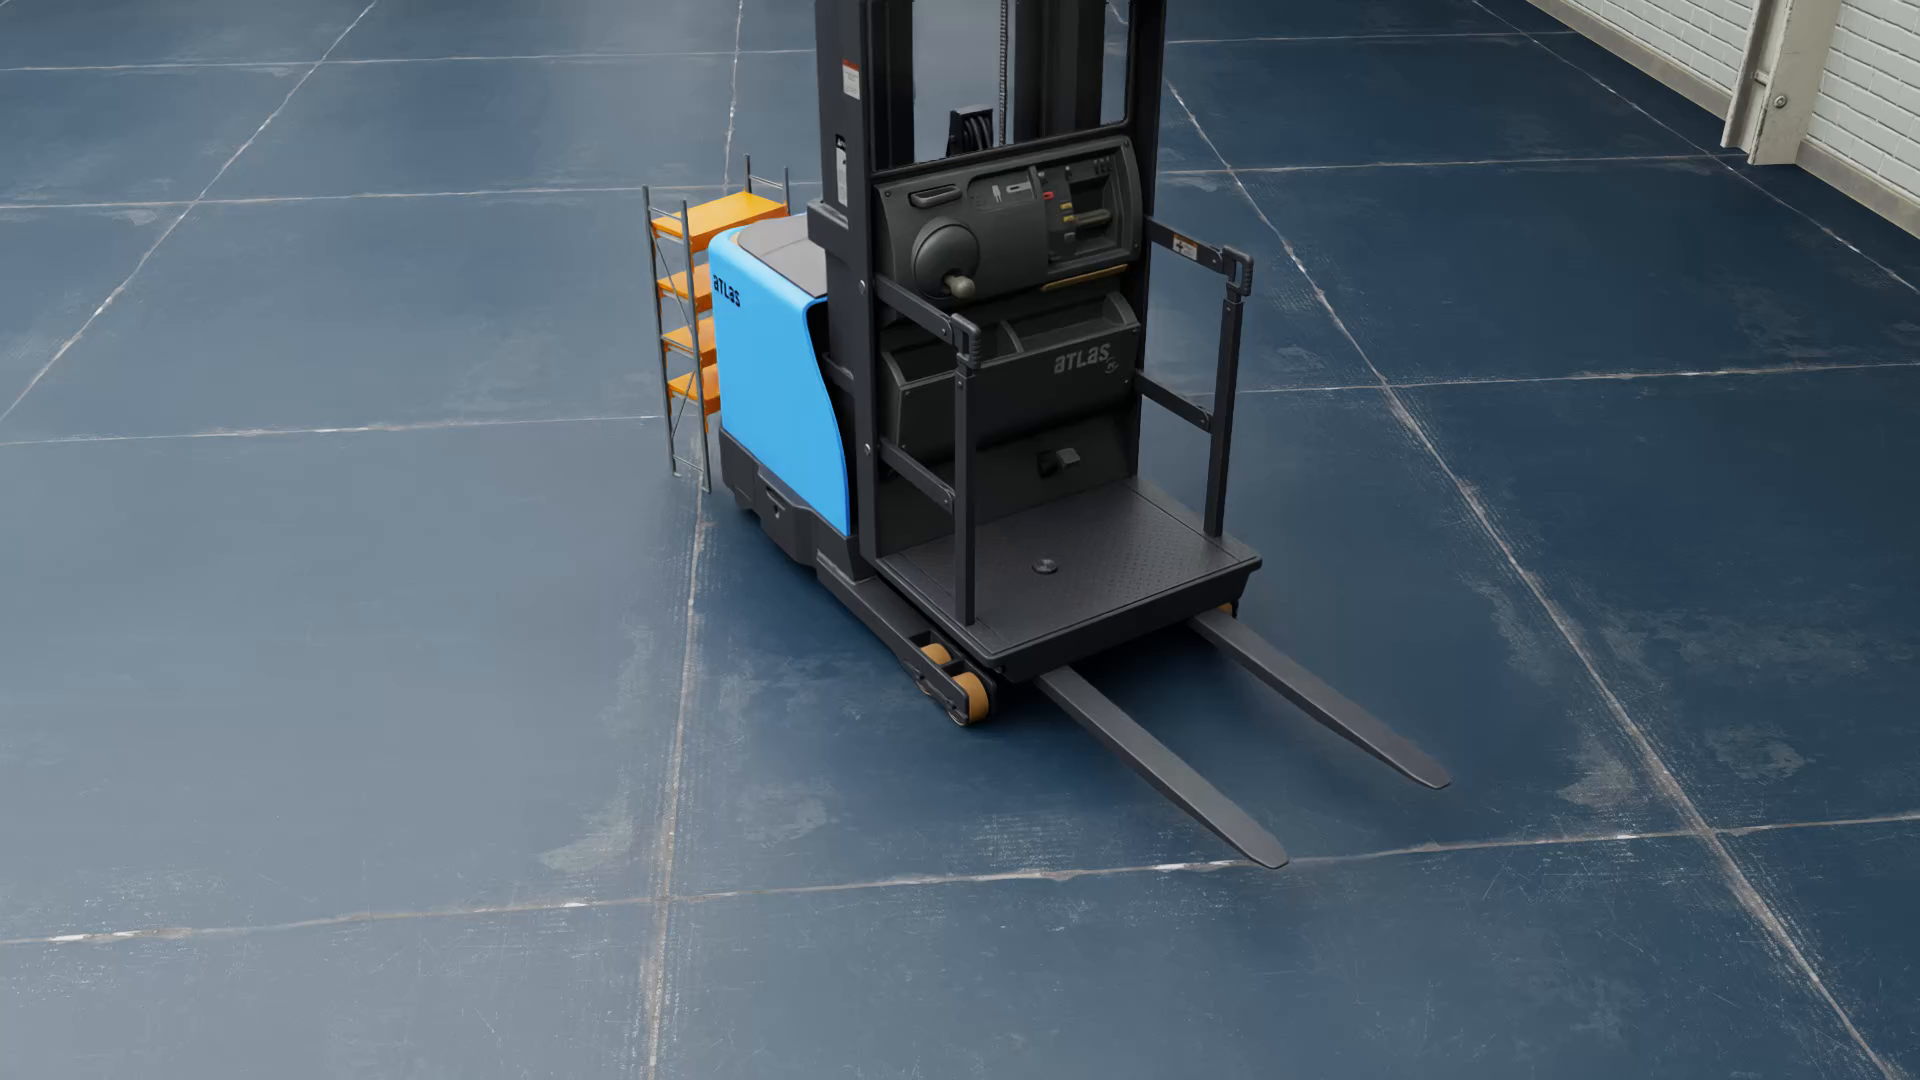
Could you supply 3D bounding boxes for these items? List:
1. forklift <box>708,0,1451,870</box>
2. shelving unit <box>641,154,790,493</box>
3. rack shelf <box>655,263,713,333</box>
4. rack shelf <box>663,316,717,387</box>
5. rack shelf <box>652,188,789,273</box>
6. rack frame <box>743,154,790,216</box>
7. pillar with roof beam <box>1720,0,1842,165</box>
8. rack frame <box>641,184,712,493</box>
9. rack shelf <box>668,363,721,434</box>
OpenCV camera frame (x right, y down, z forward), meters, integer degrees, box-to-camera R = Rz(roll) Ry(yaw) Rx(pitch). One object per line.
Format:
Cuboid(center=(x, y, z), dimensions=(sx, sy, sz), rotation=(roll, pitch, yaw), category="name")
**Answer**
Cuboid(center=(0.288, -0.948, 4.979), dimensions=(1.130, 2.935, 3.031), rotation=(-18, 35, -28), category="forklift")
Cuboid(center=(-0.907, -0.835, 6.478), dimensions=(0.258, 1.200, 0.503), rotation=(25, 39, 36), category="shelving unit")
Cuboid(center=(-0.907, -0.969, 6.398), dimensions=(0.258, 0.148, 0.480), rotation=(25, 39, 36), category="rack shelf")
Cuboid(center=(-0.907, -0.777, 6.512), dimensions=(0.258, 0.148, 0.480), rotation=(25, 39, 36), category="rack shelf")
Cuboid(center=(-0.907, -1.172, 6.276), dimensions=(0.258, 0.148, 0.480), rotation=(25, 39, 36), category="rack shelf")
Cuboid(center=(-0.741, -0.927, 6.632), dimensions=(0.240, 1.200, 0.015), rotation=(25, 39, 36), category="rack frame")
Cuboid(center=(0.630, -6.032, 7.574), dimensions=(9.100, 9.000, 0.400), rotation=(-3, 31, -5), category="pillar with roof beam")
Cuboid(center=(-1.073, -0.743, 6.324), dimensions=(0.240, 1.200, 0.015), rotation=(25, 39, 36), category="rack frame")
Cuboid(center=(-0.907, -0.607, 6.614), dimensions=(0.258, 0.148, 0.480), rotation=(25, 39, 36), category="rack shelf")
